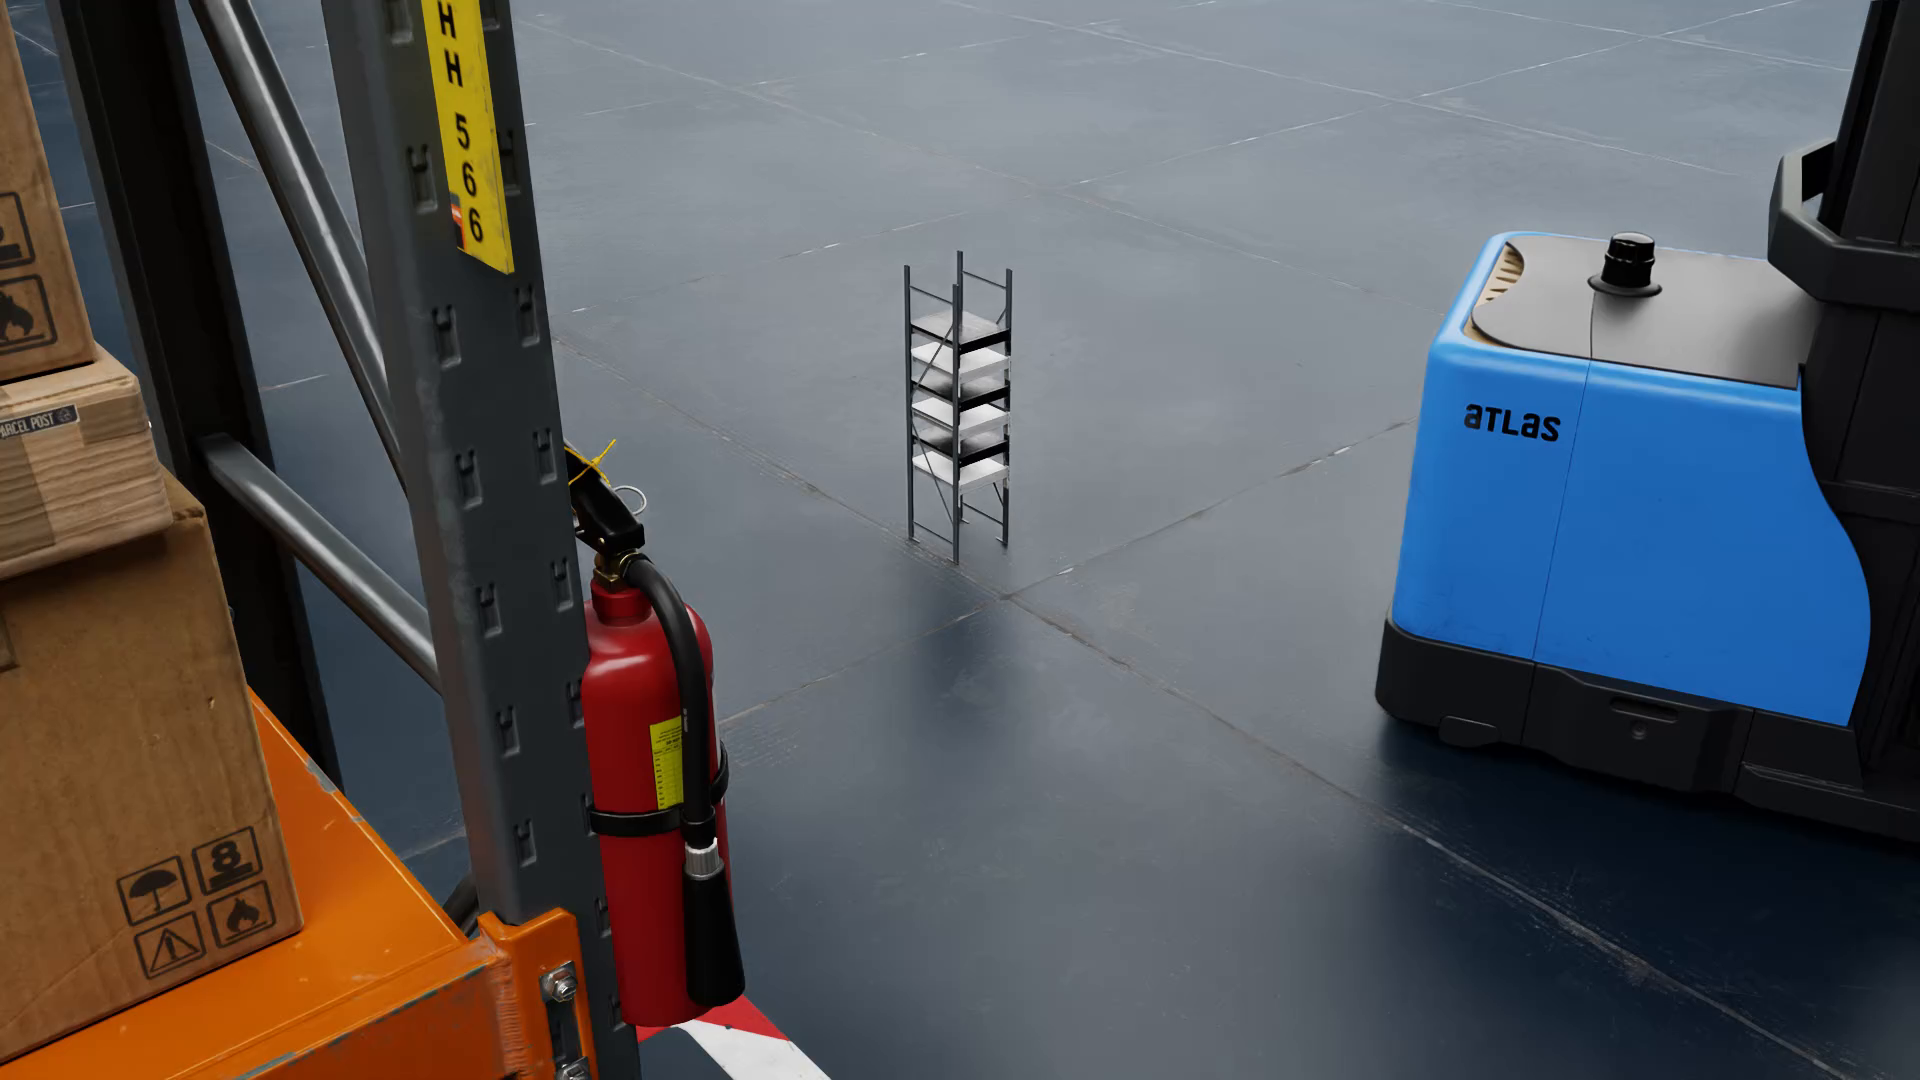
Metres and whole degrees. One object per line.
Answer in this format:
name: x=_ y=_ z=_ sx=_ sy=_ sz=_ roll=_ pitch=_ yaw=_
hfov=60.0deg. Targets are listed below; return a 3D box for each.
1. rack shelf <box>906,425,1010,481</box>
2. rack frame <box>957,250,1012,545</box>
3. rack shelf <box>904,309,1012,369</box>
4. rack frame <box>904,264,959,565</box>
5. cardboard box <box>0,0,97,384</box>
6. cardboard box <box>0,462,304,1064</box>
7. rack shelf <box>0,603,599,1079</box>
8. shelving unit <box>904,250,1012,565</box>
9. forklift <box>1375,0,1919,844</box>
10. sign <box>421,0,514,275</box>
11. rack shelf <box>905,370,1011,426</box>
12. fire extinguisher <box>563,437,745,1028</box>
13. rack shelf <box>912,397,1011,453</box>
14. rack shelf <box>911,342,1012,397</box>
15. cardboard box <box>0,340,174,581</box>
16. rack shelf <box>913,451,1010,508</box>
rack shelf: x=-0.006 y=-0.286 z=5.091 sx=0.200 sy=0.077 sz=0.258 roll=-22 pitch=35 yaw=-35
rack frame: x=0.071 y=-0.426 z=5.091 sx=0.006 sy=0.900 sz=0.240 roll=-22 pitch=35 yaw=-35
rack shelf: x=-0.006 y=-0.603 z=4.922 sx=0.200 sy=0.077 sz=0.258 roll=-22 pitch=35 yaw=-35
rack frame: x=-0.084 y=-0.363 z=4.975 sx=0.006 sy=0.900 sz=0.240 roll=-22 pitch=35 yaw=-35
cardboard box: x=-1.135 y=-0.418 z=1.367 sx=0.500 sy=0.500 sz=0.700 roll=-22 pitch=35 yaw=-35
cardboard box: x=-1.095 y=0.138 z=1.703 sx=0.500 sy=0.500 sz=0.700 roll=-22 pitch=35 yaw=-35
rack shelf: x=-2.253 y=0.973 z=1.010 sx=4.000 sy=0.370 sz=1.077 roll=-22 pitch=35 yaw=-35
shelving unit: x=-0.006 y=-0.394 z=5.033 sx=0.210 sy=0.900 sz=0.258 roll=-22 pitch=35 yaw=-35
forklift: x=2.644 y=-0.725 z=3.496 sx=3.031 sy=2.935 sz=1.130 roll=12 pitch=30 yaw=21
sign: x=-0.390 y=-0.373 z=1.285 sx=0.005 sy=0.325 sz=0.100 roll=-22 pitch=35 yaw=-35
rack shelf: x=-0.006 y=-0.444 z=5.007 sx=0.200 sy=0.077 sz=0.258 roll=-22 pitch=35 yaw=-35
fire extinguisher: x=-0.340 y=0.208 z=1.760 sx=0.183 sy=0.674 sz=0.296 roll=-22 pitch=35 yaw=-35
rack shelf: x=-0.006 y=-0.365 z=5.049 sx=0.200 sy=0.077 sz=0.258 roll=-22 pitch=35 yaw=-35
rack shelf: x=-0.006 y=-0.524 z=4.964 sx=0.200 sy=0.077 sz=0.258 roll=-22 pitch=35 yaw=-35
cardboard box: x=-0.899 y=-0.101 z=1.463 sx=0.250 sy=0.149 sz=0.380 roll=-23 pitch=35 yaw=-36
rack shelf: x=-0.006 y=-0.206 z=5.134 sx=0.200 sy=0.077 sz=0.258 roll=-22 pitch=35 yaw=-35
